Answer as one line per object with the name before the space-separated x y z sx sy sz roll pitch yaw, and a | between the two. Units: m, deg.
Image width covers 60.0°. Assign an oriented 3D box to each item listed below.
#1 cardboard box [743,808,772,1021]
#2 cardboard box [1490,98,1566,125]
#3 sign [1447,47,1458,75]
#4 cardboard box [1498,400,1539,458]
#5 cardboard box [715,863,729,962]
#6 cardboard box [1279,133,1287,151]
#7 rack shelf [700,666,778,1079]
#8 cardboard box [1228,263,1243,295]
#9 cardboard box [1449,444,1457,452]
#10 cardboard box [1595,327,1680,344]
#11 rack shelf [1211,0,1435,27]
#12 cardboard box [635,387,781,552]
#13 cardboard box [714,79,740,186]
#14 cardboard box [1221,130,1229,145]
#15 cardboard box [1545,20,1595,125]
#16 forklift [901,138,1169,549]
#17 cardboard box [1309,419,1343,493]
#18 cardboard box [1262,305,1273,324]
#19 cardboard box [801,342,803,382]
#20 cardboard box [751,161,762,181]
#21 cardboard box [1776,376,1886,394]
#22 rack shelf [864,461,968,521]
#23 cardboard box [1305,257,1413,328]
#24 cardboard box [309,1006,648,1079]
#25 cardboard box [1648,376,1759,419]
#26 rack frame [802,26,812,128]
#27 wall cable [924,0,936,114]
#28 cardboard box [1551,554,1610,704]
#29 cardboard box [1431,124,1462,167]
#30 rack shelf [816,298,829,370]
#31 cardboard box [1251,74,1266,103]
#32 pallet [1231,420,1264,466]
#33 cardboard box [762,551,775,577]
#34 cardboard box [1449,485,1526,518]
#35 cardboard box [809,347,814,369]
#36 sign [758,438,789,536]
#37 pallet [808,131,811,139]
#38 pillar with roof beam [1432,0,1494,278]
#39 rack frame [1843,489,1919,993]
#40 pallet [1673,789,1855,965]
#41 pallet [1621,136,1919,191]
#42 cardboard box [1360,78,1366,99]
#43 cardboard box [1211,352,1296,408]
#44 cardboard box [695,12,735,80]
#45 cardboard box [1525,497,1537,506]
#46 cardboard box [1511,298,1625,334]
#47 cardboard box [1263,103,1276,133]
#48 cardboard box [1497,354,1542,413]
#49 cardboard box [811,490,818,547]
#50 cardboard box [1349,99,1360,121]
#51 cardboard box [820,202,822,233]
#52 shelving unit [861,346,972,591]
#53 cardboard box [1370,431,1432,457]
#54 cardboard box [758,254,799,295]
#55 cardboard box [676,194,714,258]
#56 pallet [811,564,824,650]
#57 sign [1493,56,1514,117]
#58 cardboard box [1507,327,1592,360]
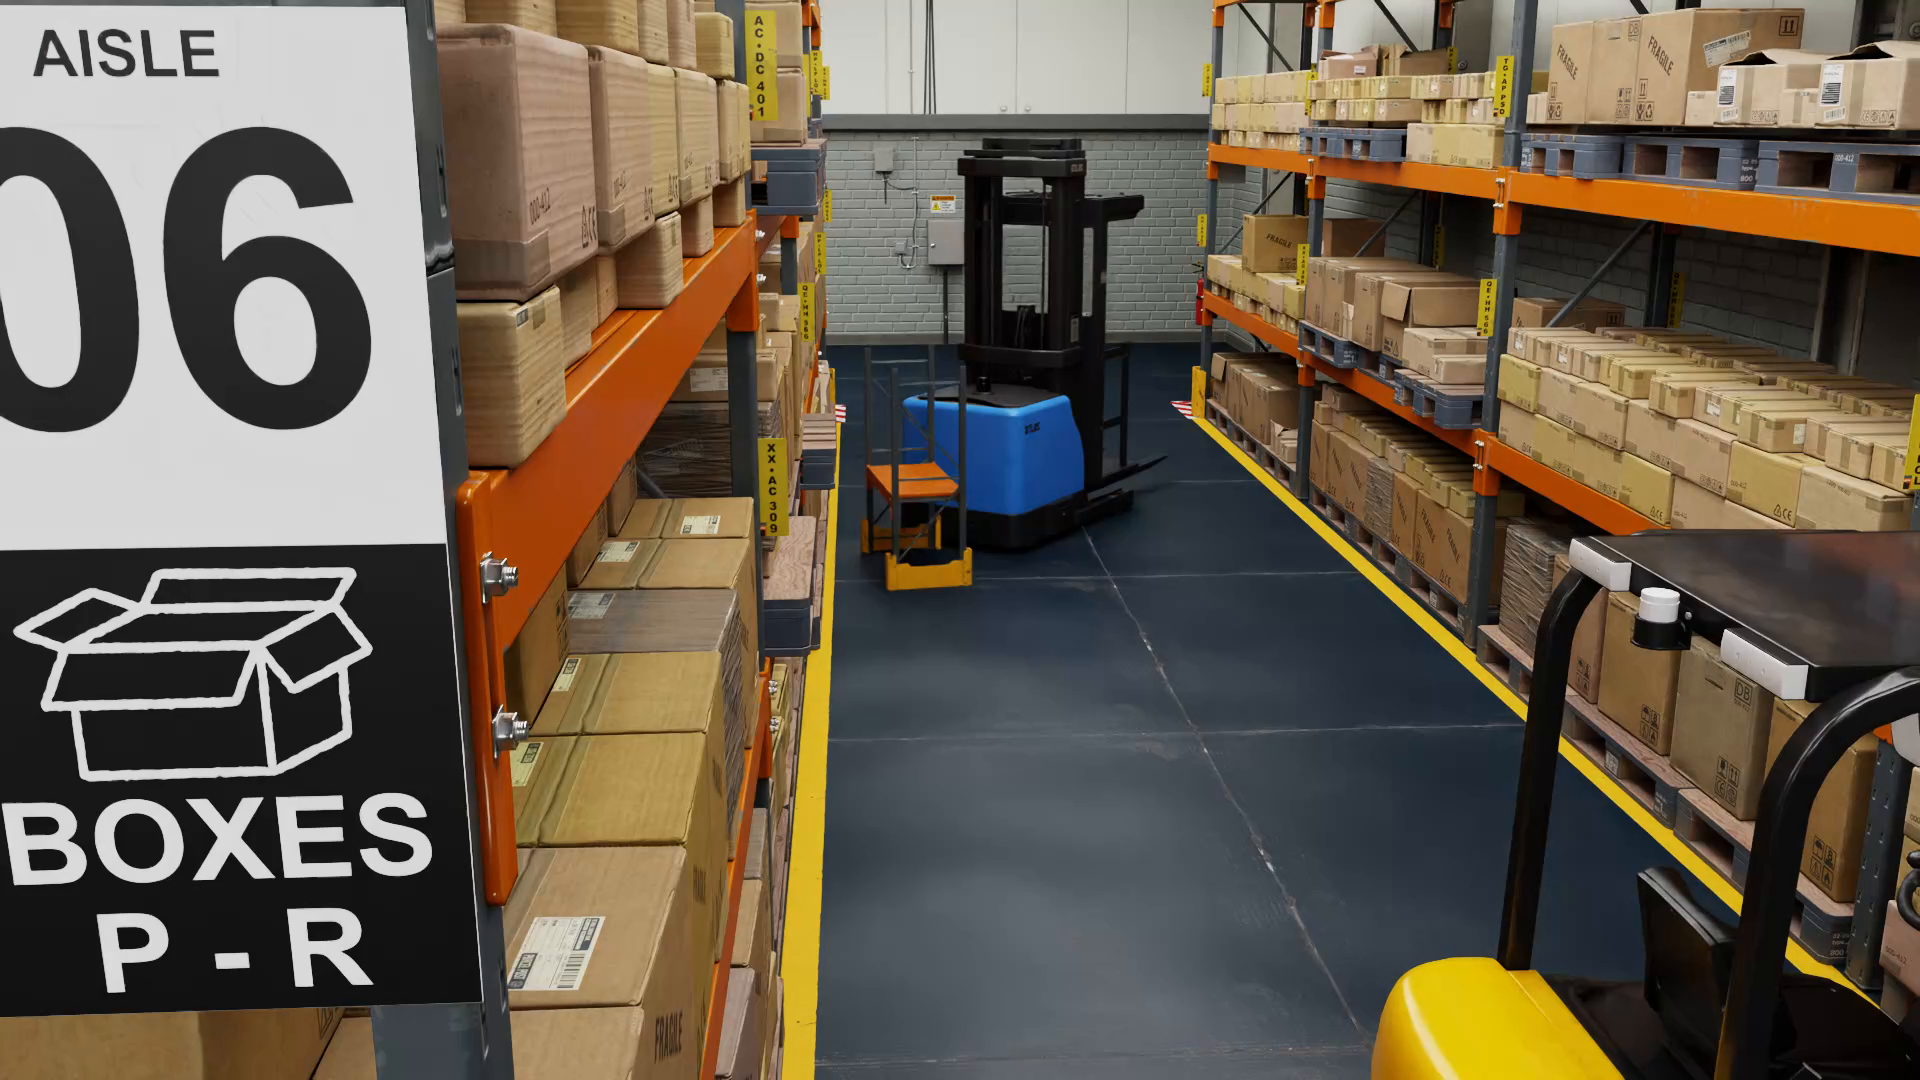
cardboard box | -0.849 1.166 5.144 0.500 0.500 0.500 -1 14 -4
cardboard box | 3.290 -2.472 9.594 0.380 0.149 0.250 -1 14 -2
sign | 3.858 -3.712 13.086 0.100 0.325 0.005 -1 14 -3
cardboard box | 3.336 -0.627 9.246 0.500 0.250 0.500 -1 14 -3
cardboard box | -0.725 0.835 3.764 0.380 0.149 0.250 -1 14 -3
cardboard box | 2.957 -3.414 14.259 0.380 0.149 0.250 -1 14 -4
rack shelf | -1.030 1.104 3.659 1.077 0.370 4.000 -1 14 -3
cardboard box | 2.882 -2.507 15.953 0.500 0.250 0.500 -1 14 -4
cardboard box | 3.723 -0.644 11.882 0.380 0.149 0.250 -1 15 -6
cardboard box | 3.775 -1.099 9.275 0.380 0.149 0.250 0 14 -2
rack shelf | 3.181 -4.862 14.813 1.077 0.370 4.000 -1 14 -3
cardboard box | -0.896 -0.259 5.871 0.500 0.500 0.500 -1 14 -2
cardboard box | -0.825 -1.034 4.212 0.500 0.250 0.500 -1 14 -4
cardboard box | 2.844 -4.052 16.739 0.380 0.149 0.250 -1 14 -2
cardboard box | 3.354 -2.383 8.505 0.500 0.500 0.500 -1 14 -3
forklift | 0.753 -1.674 13.150 1.130 2.935 3.031 9 17 30
cardboard box | 3.110 -0.678 13.315 0.500 0.500 0.500 0 14 -1
cardboard box | 2.922 -2.020 14.862 0.380 0.149 0.250 -1 14 -4
cardboard box | -1.186 -1.036 9.830 0.500 0.250 0.500 -1 14 -4
cardboard box | -1.278 -1.860 7.510 0.797 0.503 0.637 -1 14 -3
cardboard box | 3.945 -0.652 7.540 0.380 0.149 0.250 -1 14 -3
rack shelf | -0.320 -0.352 11.608 0.538 0.185 1.000 -3 15 -12
cardboard box | 3.111 -1.937 12.991 0.700 0.500 0.500 -1 14 -2
cardboard box | -0.658 0.939 2.061 0.500 0.500 0.500 -1 14 -4
cardboard box | 3.355 -0.645 7.513 0.380 0.149 0.250 -1 14 -5
rack frame | -1.649 -4.637 12.488 1.000 3.000 0.127 -1 14 -3
wall cable | 1.003 -7.105 22.004 2.988 3.039 0.133 -1 14 -3
cardboard box | 3.626 0.450 8.679 0.875 0.625 0.625 0 14 -2
cardboard box | 3.246 -2.443 10.283 0.500 0.250 0.500 -1 14 -3
rack shelf | -1.773 -1.880 15.258 1.077 0.370 4.000 -1 14 -3
cardboard box | 2.933 -4.077 15.035 0.500 0.250 0.500 0 14 -2
pallet | 3.184 -0.933 15.730 1.003 0.211 1.213 -1 14 -3
cardboard box | -0.872 0.034 6.035 0.380 0.149 0.250 -1 14 -3
cardboard box | 3.269 -0.240 10.311 0.380 0.149 0.250 -2 15 -6
cardboard box | -1.339 -1.424 12.343 0.500 0.250 0.500 -1 14 -4
sign | -0.612 -0.171 5.435 0.100 0.325 0.005 -1 14 -3
pallet | -1.494 -2.257 9.638 1.213 0.211 1.003 0 14 -1
pillar with roof beam | -0.136 -4.835 13.258 9.100 9.000 0.400 -1 14 -3
rack frame | 3.800 0.181 5.804 1.000 3.000 0.127 -1 14 -3
pallet | 3.716 1.349 6.861 1.003 0.211 1.213 -1 14 -3
pallet | 3.756 -1.730 7.589 1.003 0.211 1.213 0 14 -1
cardboard box | 3.063 -3.199 11.785 0.380 0.149 0.250 -1 14 -3
cardboard box | 3.000 -1.644 17.065 0.797 0.503 0.637 -1 15 -6
cardboard box | -0.750 -1.191 4.021 0.380 0.149 0.250 0 14 -2
cardboard box | 3.795 -0.038 10.829 0.500 0.500 0.500 -1 14 -3
cardboard box | 3.677 -1.196 10.113 0.500 0.500 0.500 0 14 -1
cardboard box | 2.962 -3.706 14.594 0.500 0.250 0.500 -1 14 -2
cardboard box | 3.311 -0.869 9.182 0.500 0.250 0.500 -1 14 -3
cardboard box | -1.412 -0.306 11.116 0.875 0.875 0.875 -1 14 -3
cardboard box | 2.992 -3.057 11.830 0.380 0.149 0.250 -1 14 -4
cardboard box | -1.540 -2.890 15.531 0.500 0.500 0.500 -1 14 -4
shelving unit | -0.322 -0.529 11.571 0.587 1.500 1.083 -3 15 -12
cardboard box | 3.205 -0.699 12.094 0.380 0.149 0.250 0 14 -1
cardboard box | -1.188 -1.396 9.723 0.500 0.500 0.500 -1 14 -5
cardboard box | -0.780 -0.743 3.878 0.380 0.149 0.250 0 14 -2
pallet | -1.375 0.417 10.483 1.003 0.211 1.213 -1 14 -3
sign | 3.011 -2.509 9.202 0.100 0.325 0.005 -1 14 -3
cardboard box | 3.278 -1.093 9.251 0.380 0.149 0.250 0 14 -2
